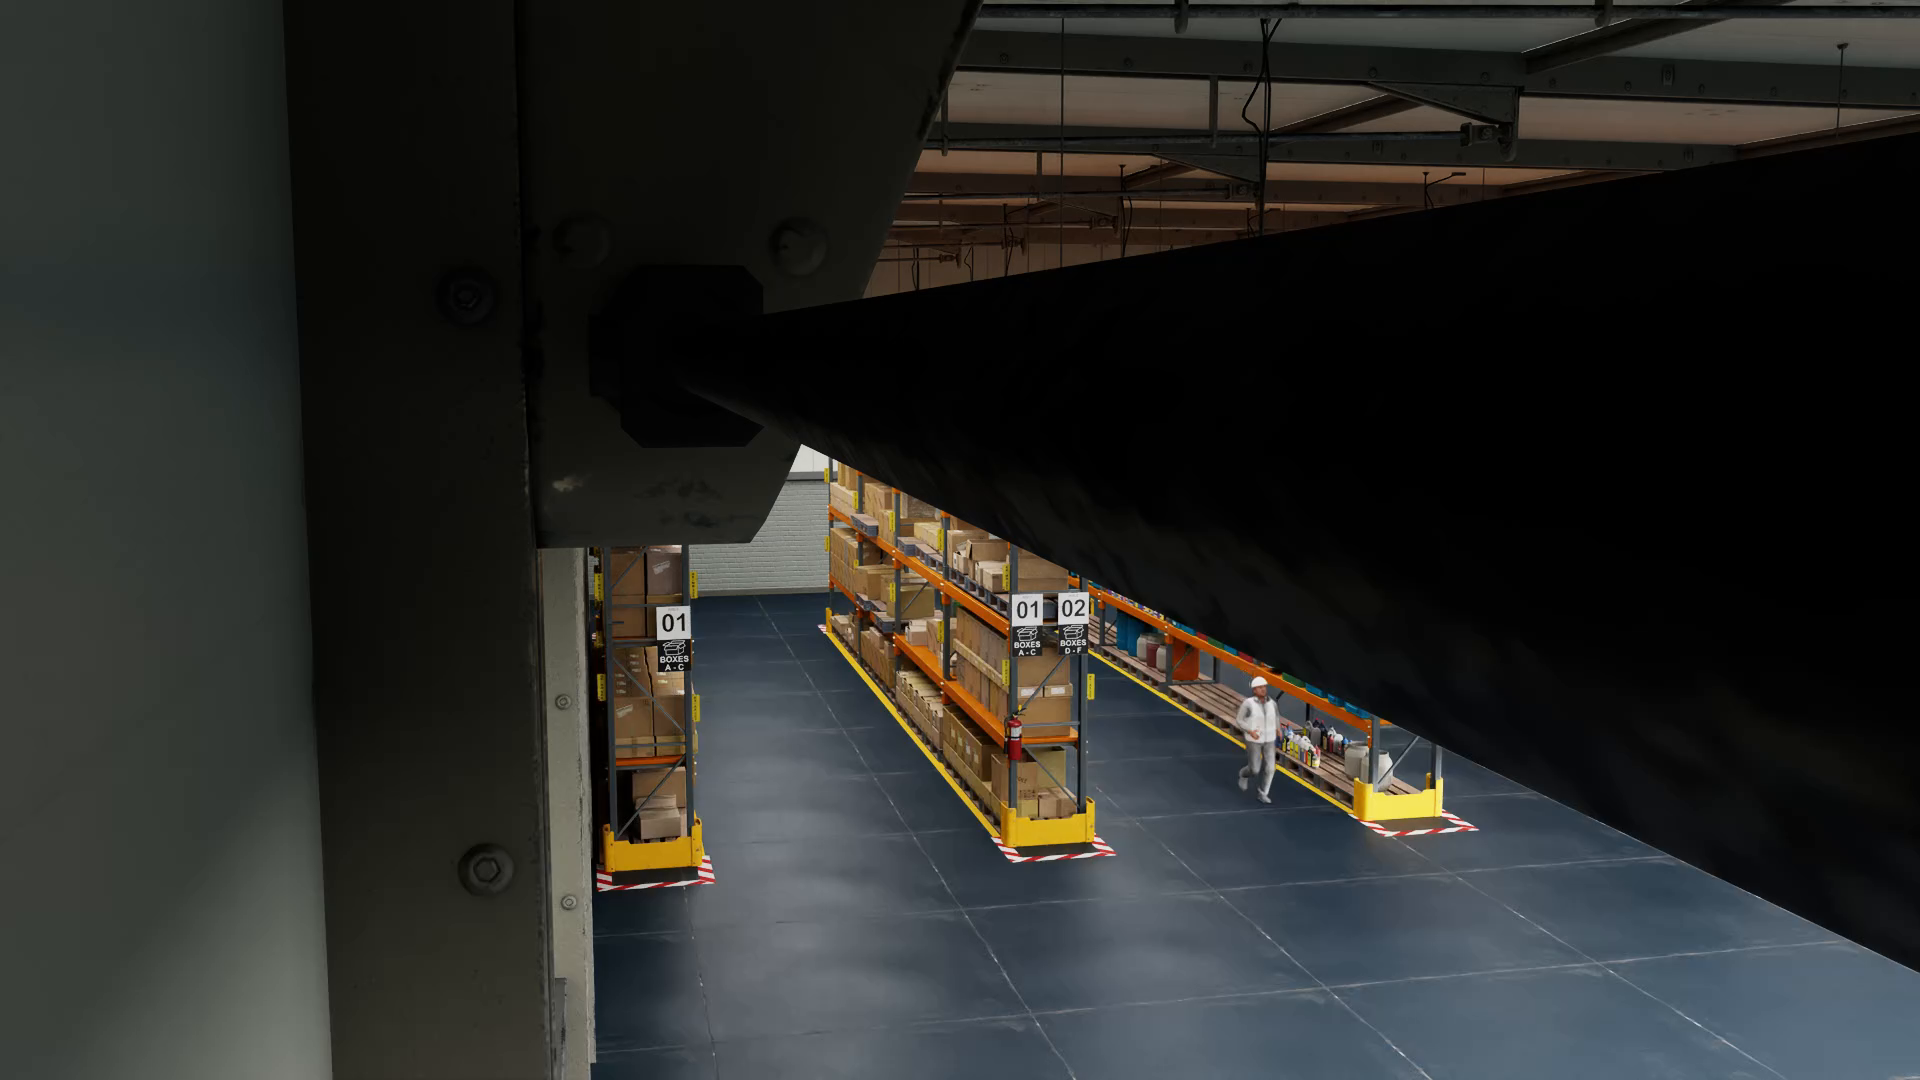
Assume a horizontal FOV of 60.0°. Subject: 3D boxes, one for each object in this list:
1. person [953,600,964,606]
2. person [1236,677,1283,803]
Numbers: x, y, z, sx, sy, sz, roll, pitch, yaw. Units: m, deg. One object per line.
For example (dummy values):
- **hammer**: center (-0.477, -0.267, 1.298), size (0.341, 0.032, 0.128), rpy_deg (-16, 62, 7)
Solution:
- **person**: center (0.082, 1.303, 34.990), size (0.663, 1.838, 0.777), rpy_deg (-3, 7, -25)
- **person**: center (4.151, 2.747, 23.031), size (0.664, 1.722, 0.650), rpy_deg (-2, 7, -15)
